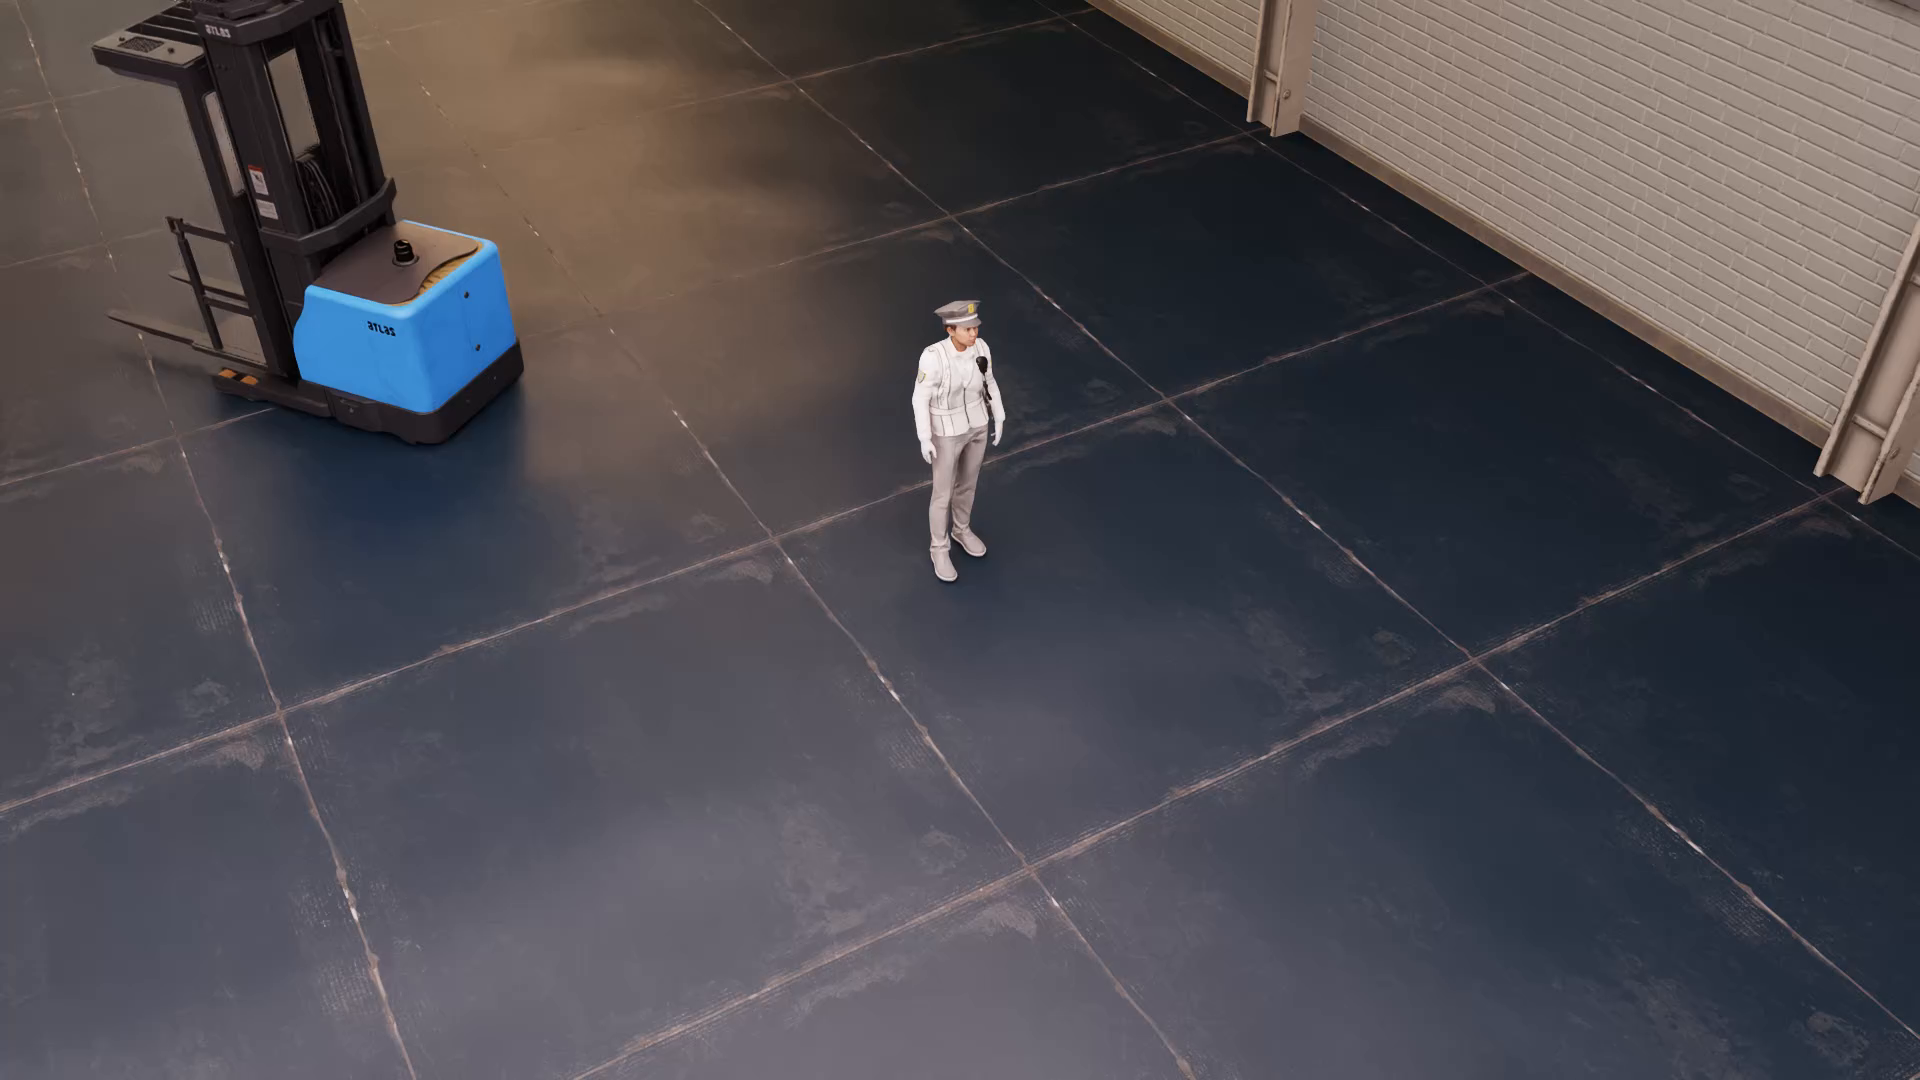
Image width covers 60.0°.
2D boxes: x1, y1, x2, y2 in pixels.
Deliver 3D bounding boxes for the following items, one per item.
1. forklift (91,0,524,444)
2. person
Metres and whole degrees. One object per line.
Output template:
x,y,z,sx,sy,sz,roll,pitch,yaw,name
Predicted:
-4.619,-2.384,10.910,3.031,2.935,1.130,16,42,18,forklift
0.028,-0.617,9.738,0.586,1.694,0.530,-20,44,-23,person
